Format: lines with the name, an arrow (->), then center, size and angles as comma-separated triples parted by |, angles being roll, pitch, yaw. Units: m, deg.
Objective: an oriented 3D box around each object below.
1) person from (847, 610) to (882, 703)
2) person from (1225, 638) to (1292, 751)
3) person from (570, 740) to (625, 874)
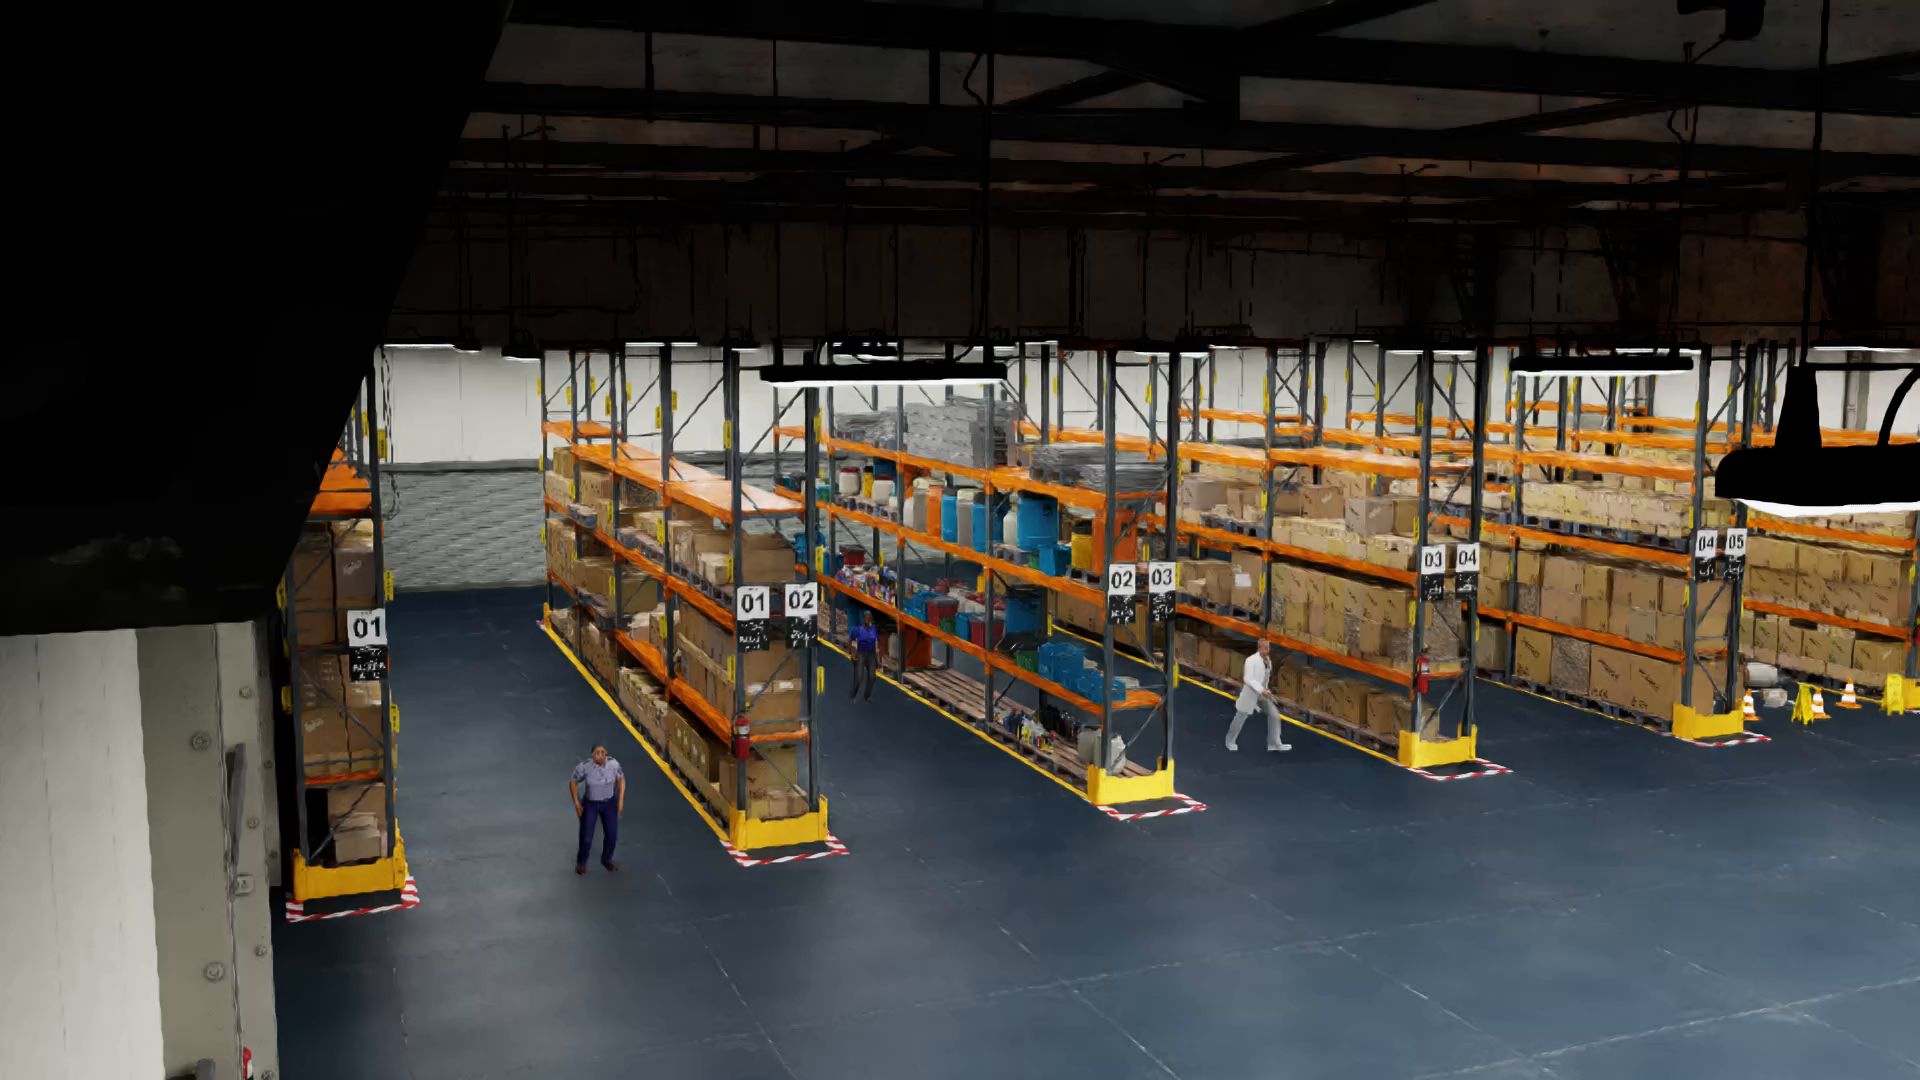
person -> -1.588, 1.944, 27.742 | 0.592, 1.604, 0.518 | -3, 8, -24
person -> 4.370, 2.278, 24.609 | 0.735, 1.712, 0.905 | -6, 9, -38
person -> -4.179, 3.064, 19.188 | 0.626, 1.594, 0.513 | -3, 8, -24
